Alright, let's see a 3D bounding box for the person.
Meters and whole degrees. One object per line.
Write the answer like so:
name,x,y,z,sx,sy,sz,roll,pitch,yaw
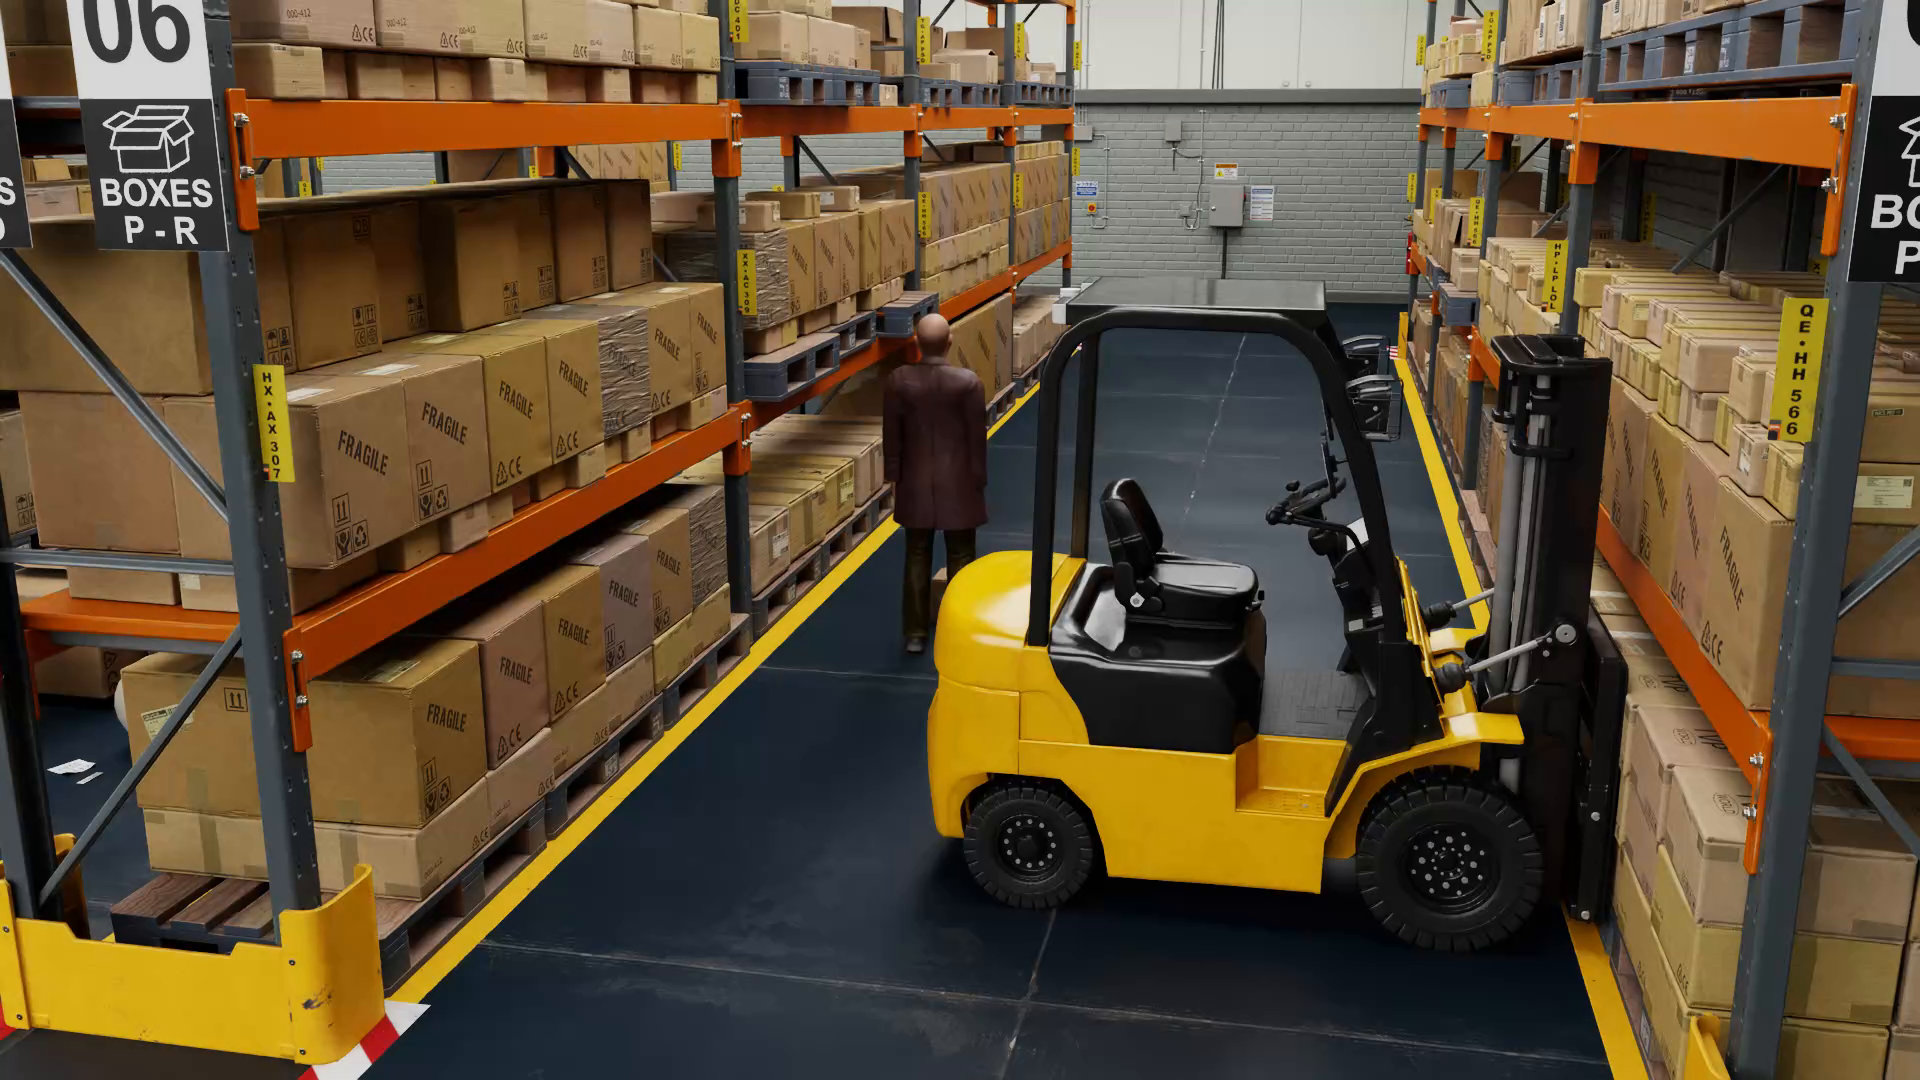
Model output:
person,-0.126,-0.297,8.700,0.562,1.778,0.377,3,15,11
